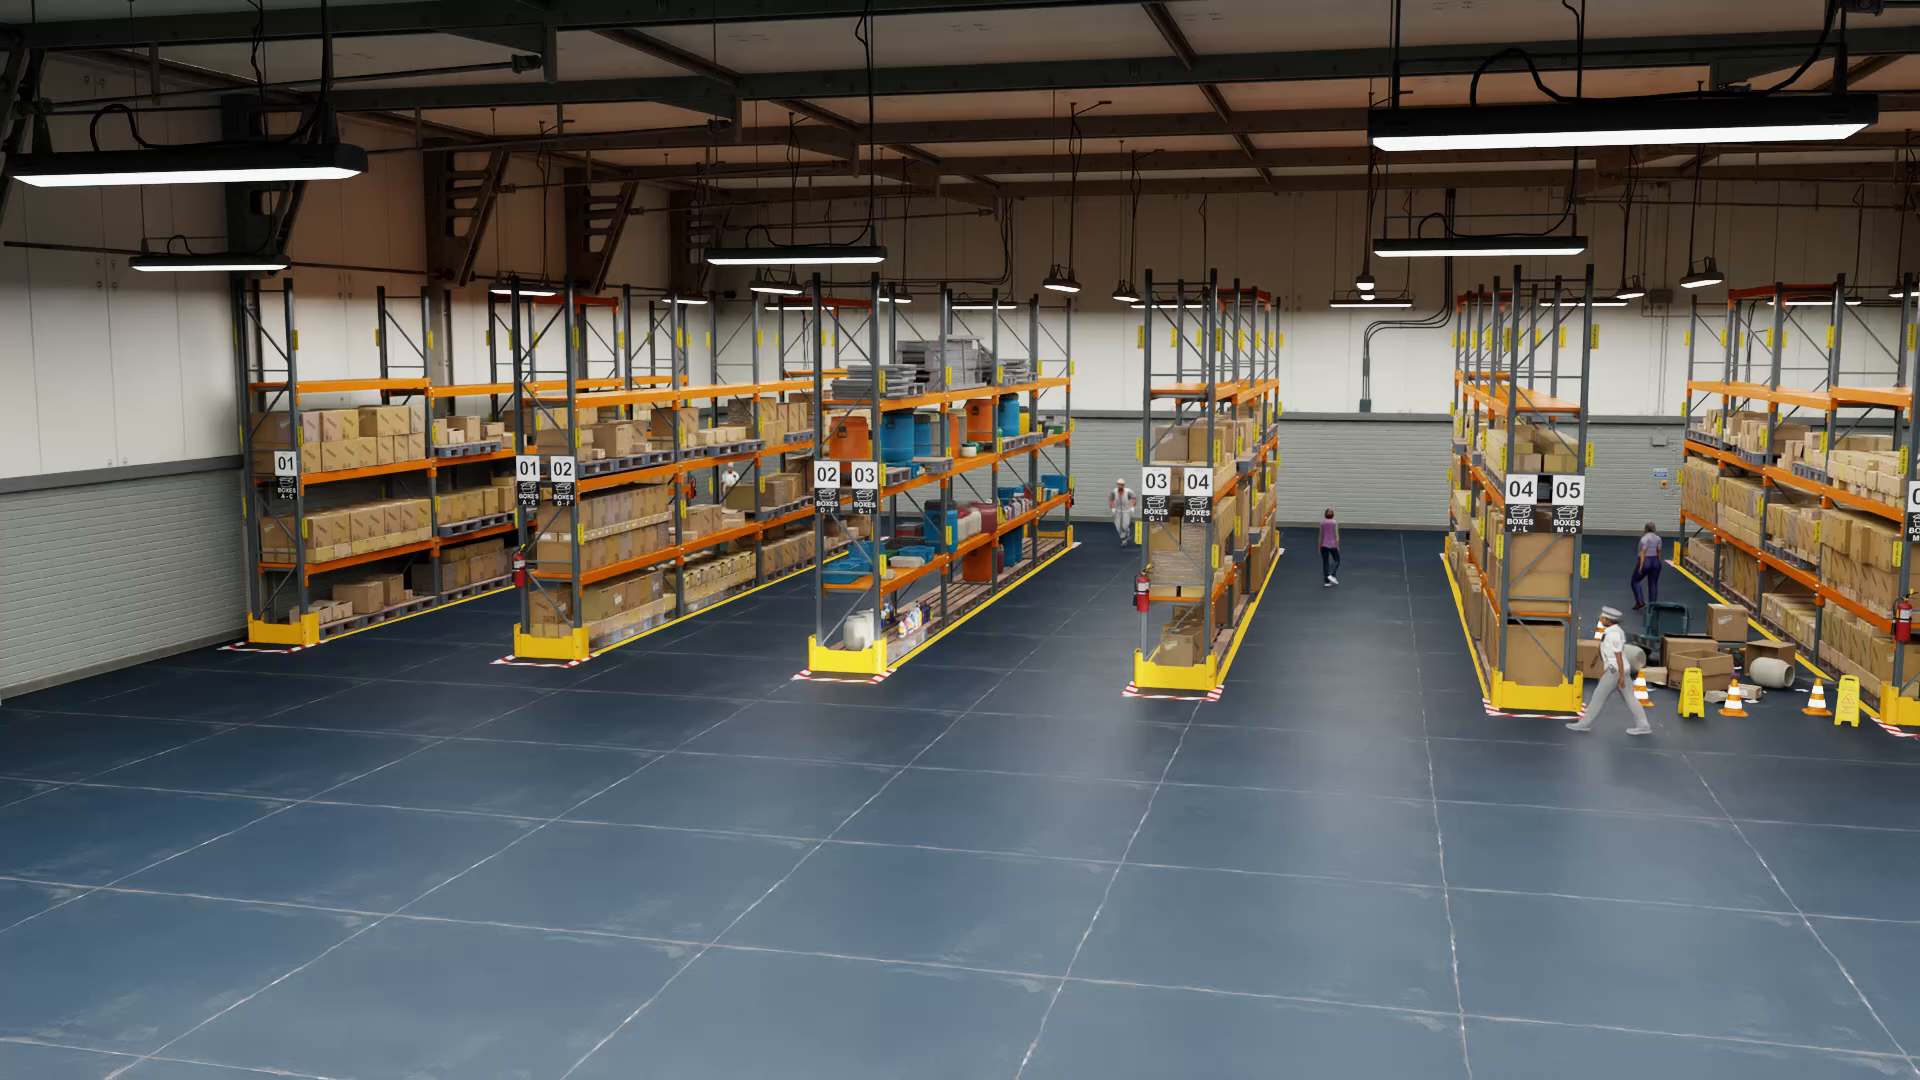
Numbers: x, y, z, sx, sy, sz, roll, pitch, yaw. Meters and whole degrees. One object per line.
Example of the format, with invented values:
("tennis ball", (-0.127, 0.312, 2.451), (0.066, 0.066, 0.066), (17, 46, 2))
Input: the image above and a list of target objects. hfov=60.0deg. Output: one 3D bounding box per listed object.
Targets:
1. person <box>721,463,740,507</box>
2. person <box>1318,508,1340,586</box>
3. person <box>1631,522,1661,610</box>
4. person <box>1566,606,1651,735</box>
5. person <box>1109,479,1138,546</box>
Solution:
("person", (-6.310, -1.312, 45.834), (0.538, 1.626, 0.982), (-1, 7, -10))
("person", (7.518, 0.154, 33.903), (0.456, 1.595, 0.439), (3, 7, 24))
("person", (12.783, 0.508, 30.891), (0.518, 1.660, 0.427), (-2, 7, -14))
("person", (8.284, 1.648, 21.140), (1.007, 1.604, 0.493), (4, 8, 29))
("person", (3.960, -0.670, 40.433), (0.686, 1.680, 0.671), (3, 7, 21))
